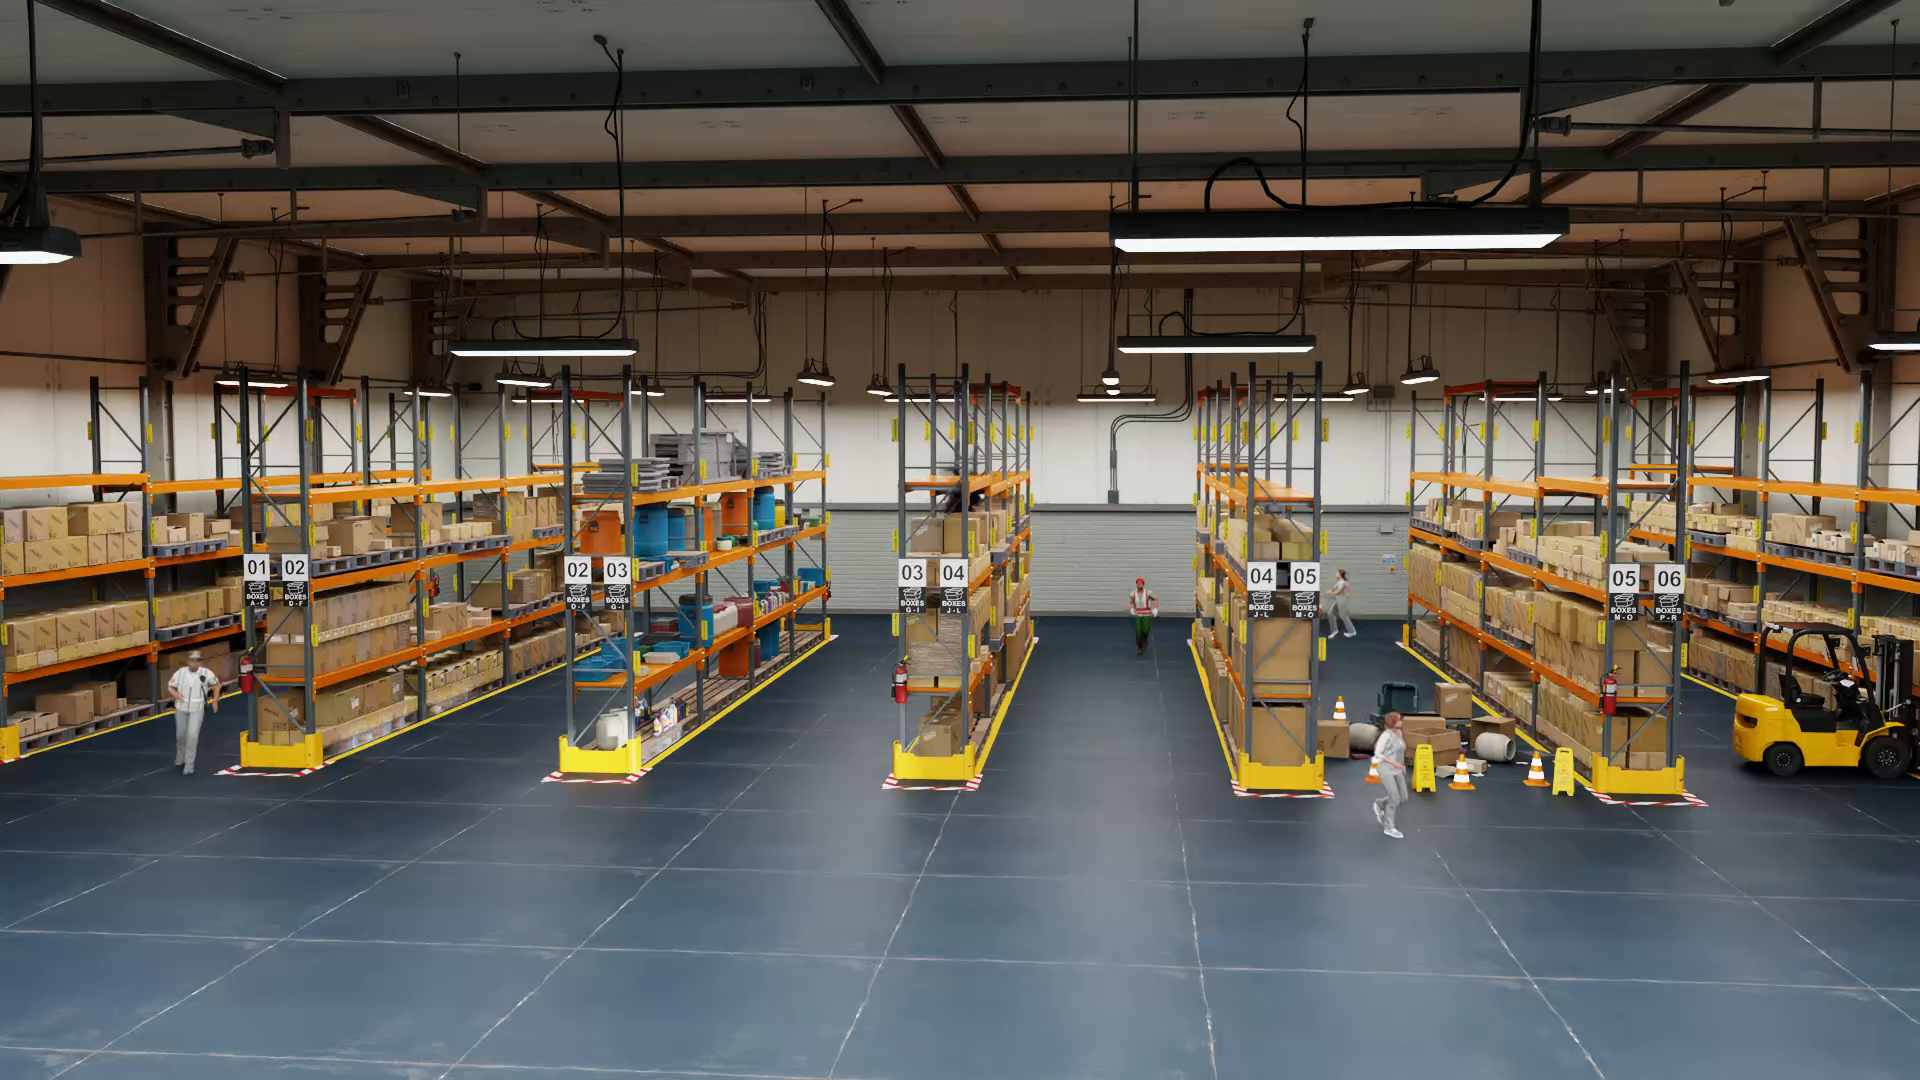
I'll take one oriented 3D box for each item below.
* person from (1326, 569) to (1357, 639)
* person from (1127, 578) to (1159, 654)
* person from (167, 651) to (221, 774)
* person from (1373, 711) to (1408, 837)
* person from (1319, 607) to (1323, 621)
[{"bbox_3d":[9.280,1.565,40.467,0.747,1.714,0.533,1,4,8],"label":"person"},{"bbox_3d":[4.112,1.727,37.547,0.693,1.741,0.654,1,4,14],"label":"person"},{"bbox_3d":[-11.440,2.531,24.825,0.714,1.796,0.886,-1,4,-17],"label":"person"},{"bbox_3d":[5.335,2.904,20.667,0.526,1.569,0.581,-3,5,-43],"label":"person"},{"bbox_3d":[7.506,1.862,35.943,0.610,1.644,0.855,0,4,-1],"label":"person"}]
